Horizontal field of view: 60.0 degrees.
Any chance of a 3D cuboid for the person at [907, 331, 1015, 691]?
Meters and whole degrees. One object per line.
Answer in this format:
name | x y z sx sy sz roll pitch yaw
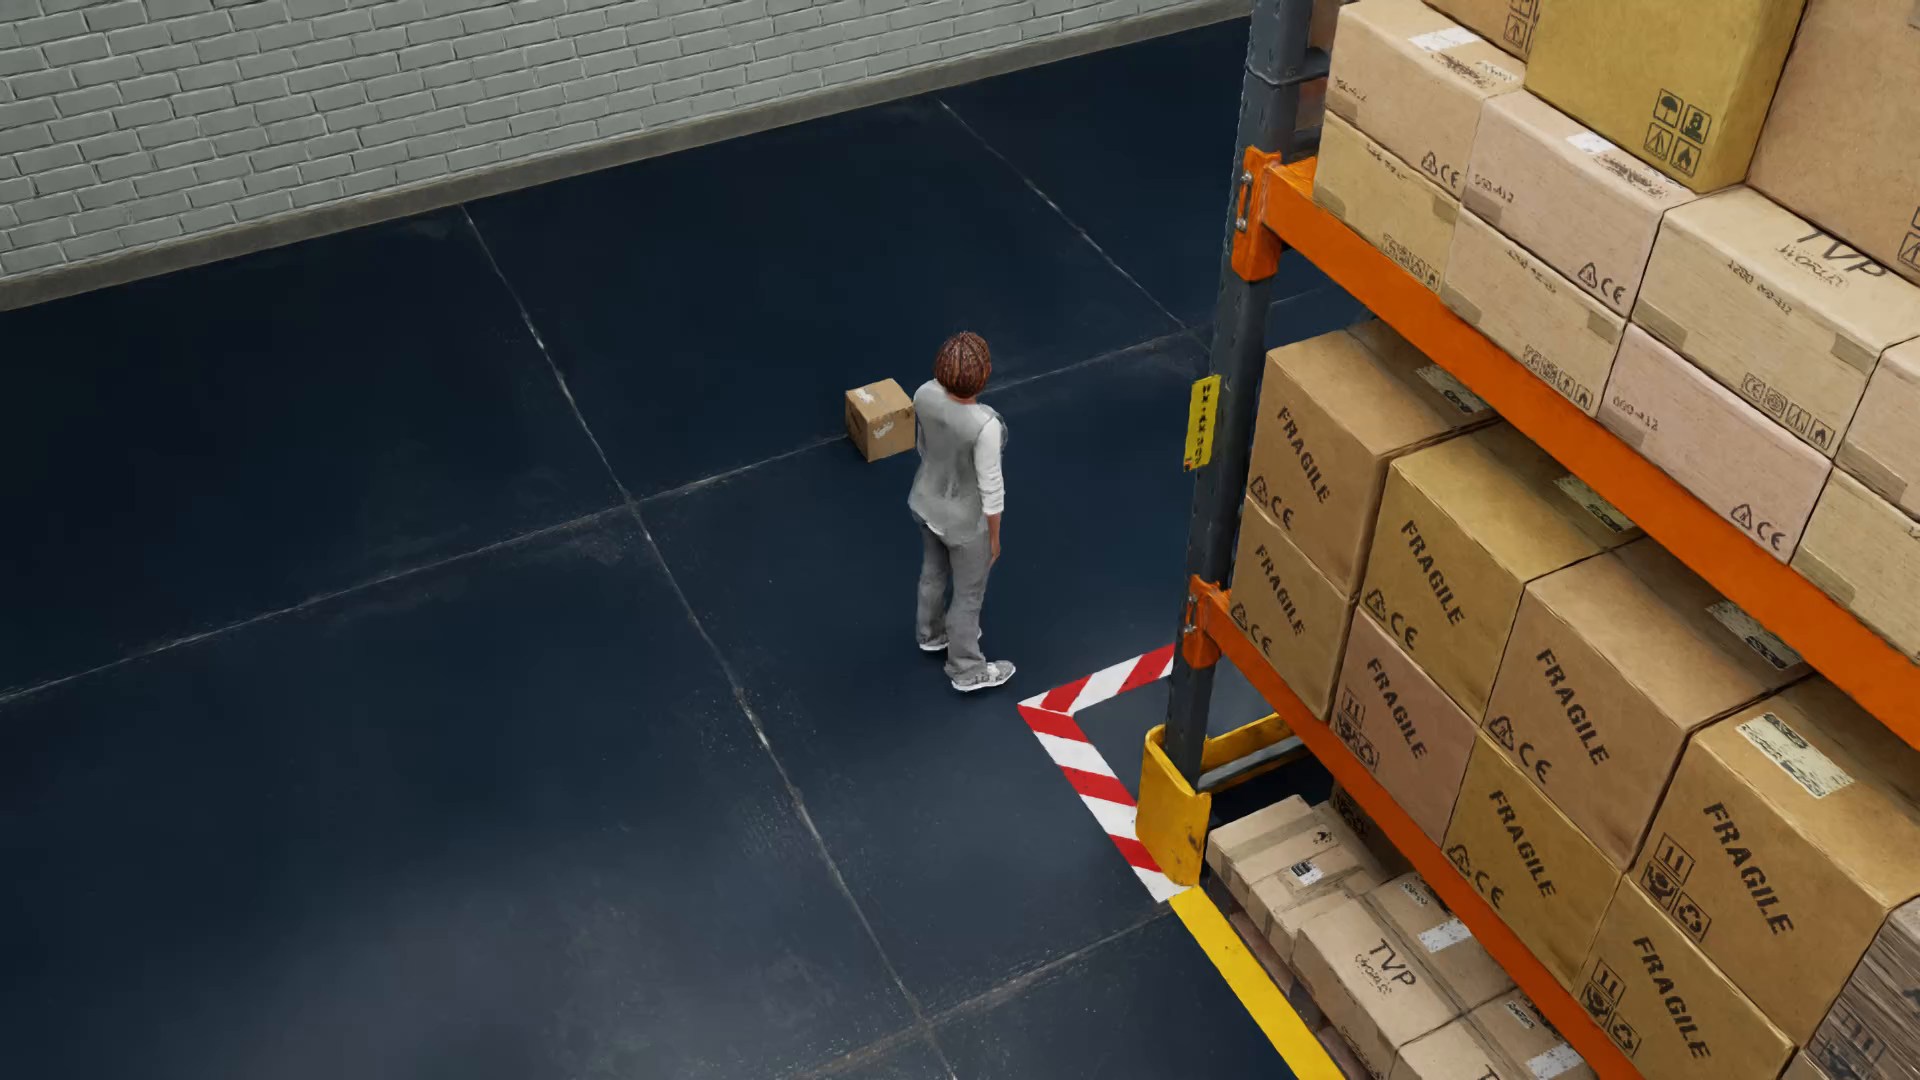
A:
person | -0.004 -0.104 6.246 0.336 1.605 0.468 -32 51 -31
